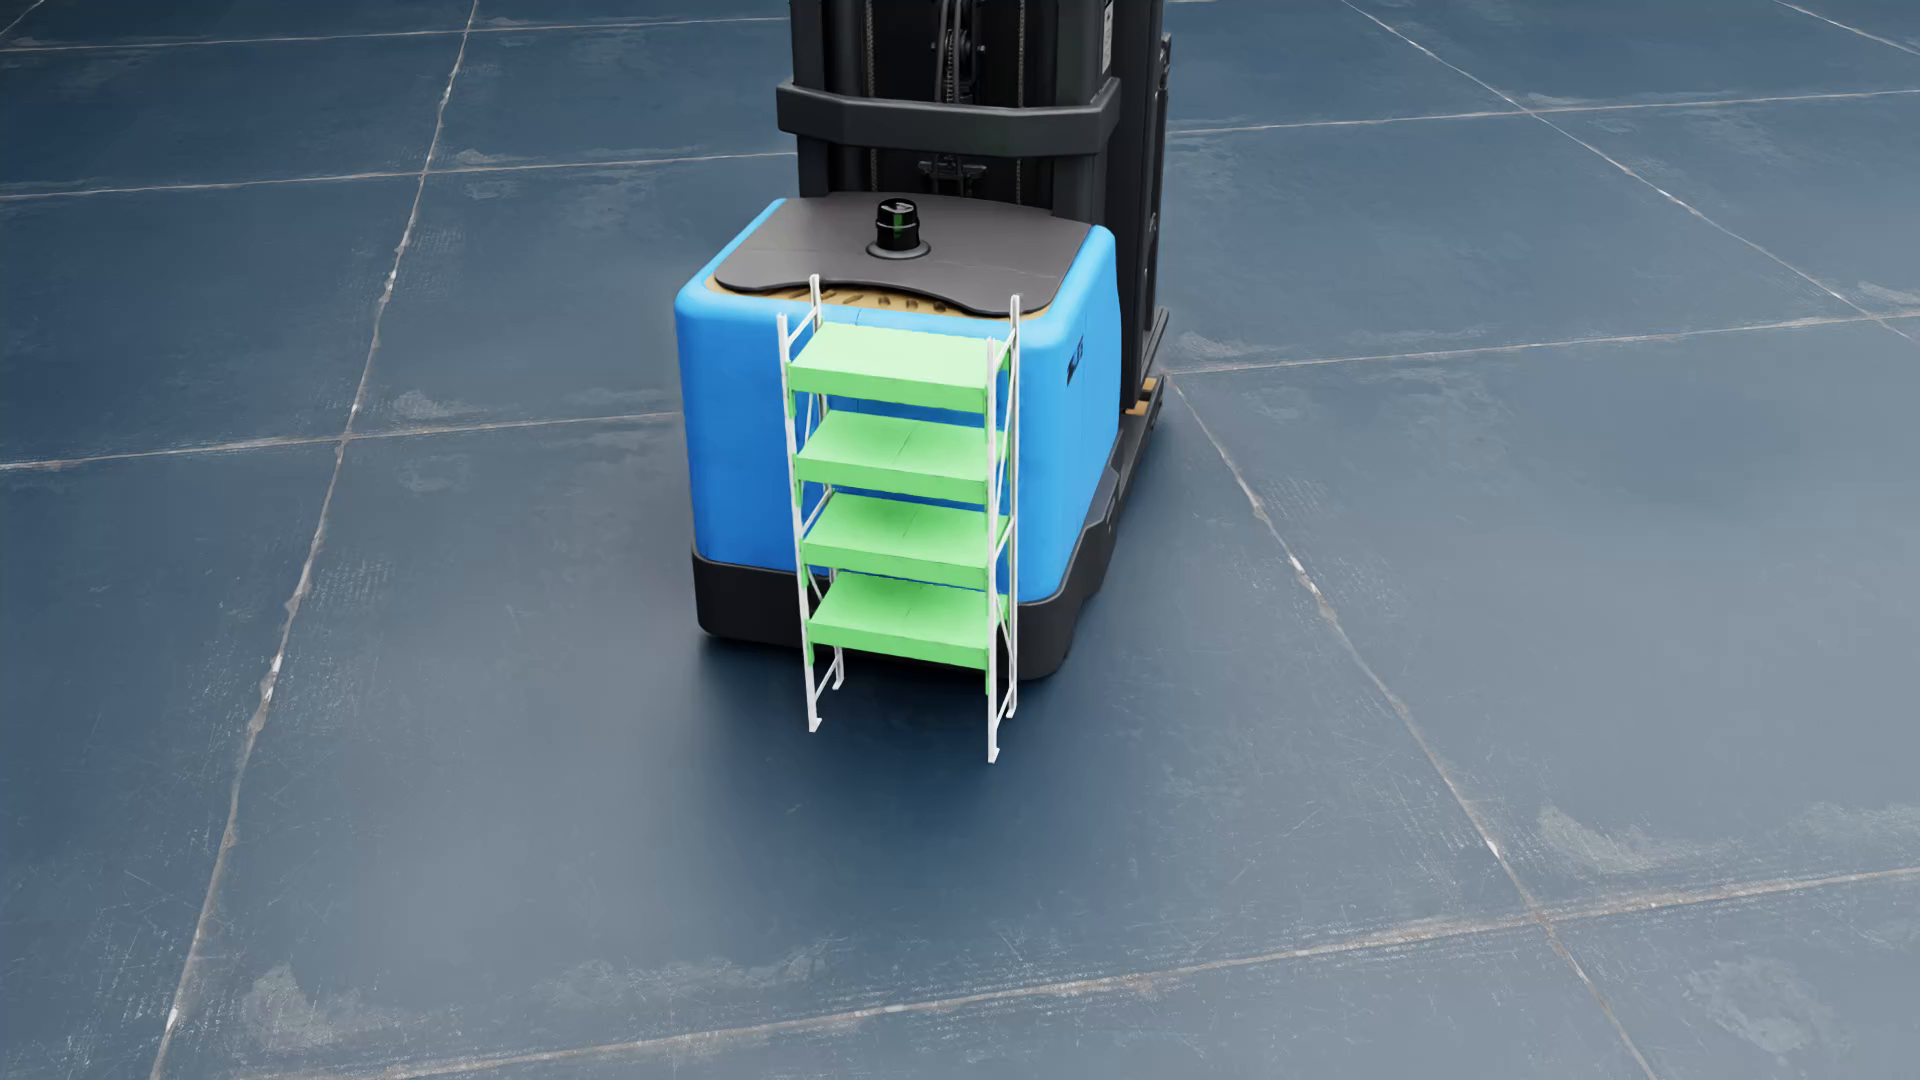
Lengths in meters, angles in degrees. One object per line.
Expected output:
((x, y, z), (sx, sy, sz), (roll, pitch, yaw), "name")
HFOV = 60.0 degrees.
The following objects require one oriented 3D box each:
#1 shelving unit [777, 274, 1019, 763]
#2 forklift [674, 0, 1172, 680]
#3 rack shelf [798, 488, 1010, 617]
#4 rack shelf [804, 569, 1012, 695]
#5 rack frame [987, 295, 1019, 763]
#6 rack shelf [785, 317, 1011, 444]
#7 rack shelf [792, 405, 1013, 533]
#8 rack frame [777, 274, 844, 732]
((-0.130, -0.027, 4.101), (0.503, 1.200, 0.258), (8, 34, 13), "shelving unit")
((0.109, -1.623, 5.118), (1.130, 2.935, 3.031), (7, 31, 12), "forklift")
((-0.130, 0.026, 4.136), (0.480, 0.148, 0.258), (8, 34, 13), "rack shelf")
((-0.127, 0.228, 4.267), (0.480, 0.148, 0.258), (8, 34, 13), "rack shelf")
((0.105, 0.006, 4.045), (0.015, 1.200, 0.240), (8, 34, 13), "rack frame")
((-0.135, -0.377, 3.875), (0.480, 0.148, 0.258), (8, 34, 13), "rack shelf")
((-0.132, -0.175, 4.006), (0.480, 0.148, 0.258), (8, 34, 13), "rack shelf")
((-0.365, -0.060, 4.158), (0.015, 1.200, 0.240), (8, 34, 13), "rack frame")
